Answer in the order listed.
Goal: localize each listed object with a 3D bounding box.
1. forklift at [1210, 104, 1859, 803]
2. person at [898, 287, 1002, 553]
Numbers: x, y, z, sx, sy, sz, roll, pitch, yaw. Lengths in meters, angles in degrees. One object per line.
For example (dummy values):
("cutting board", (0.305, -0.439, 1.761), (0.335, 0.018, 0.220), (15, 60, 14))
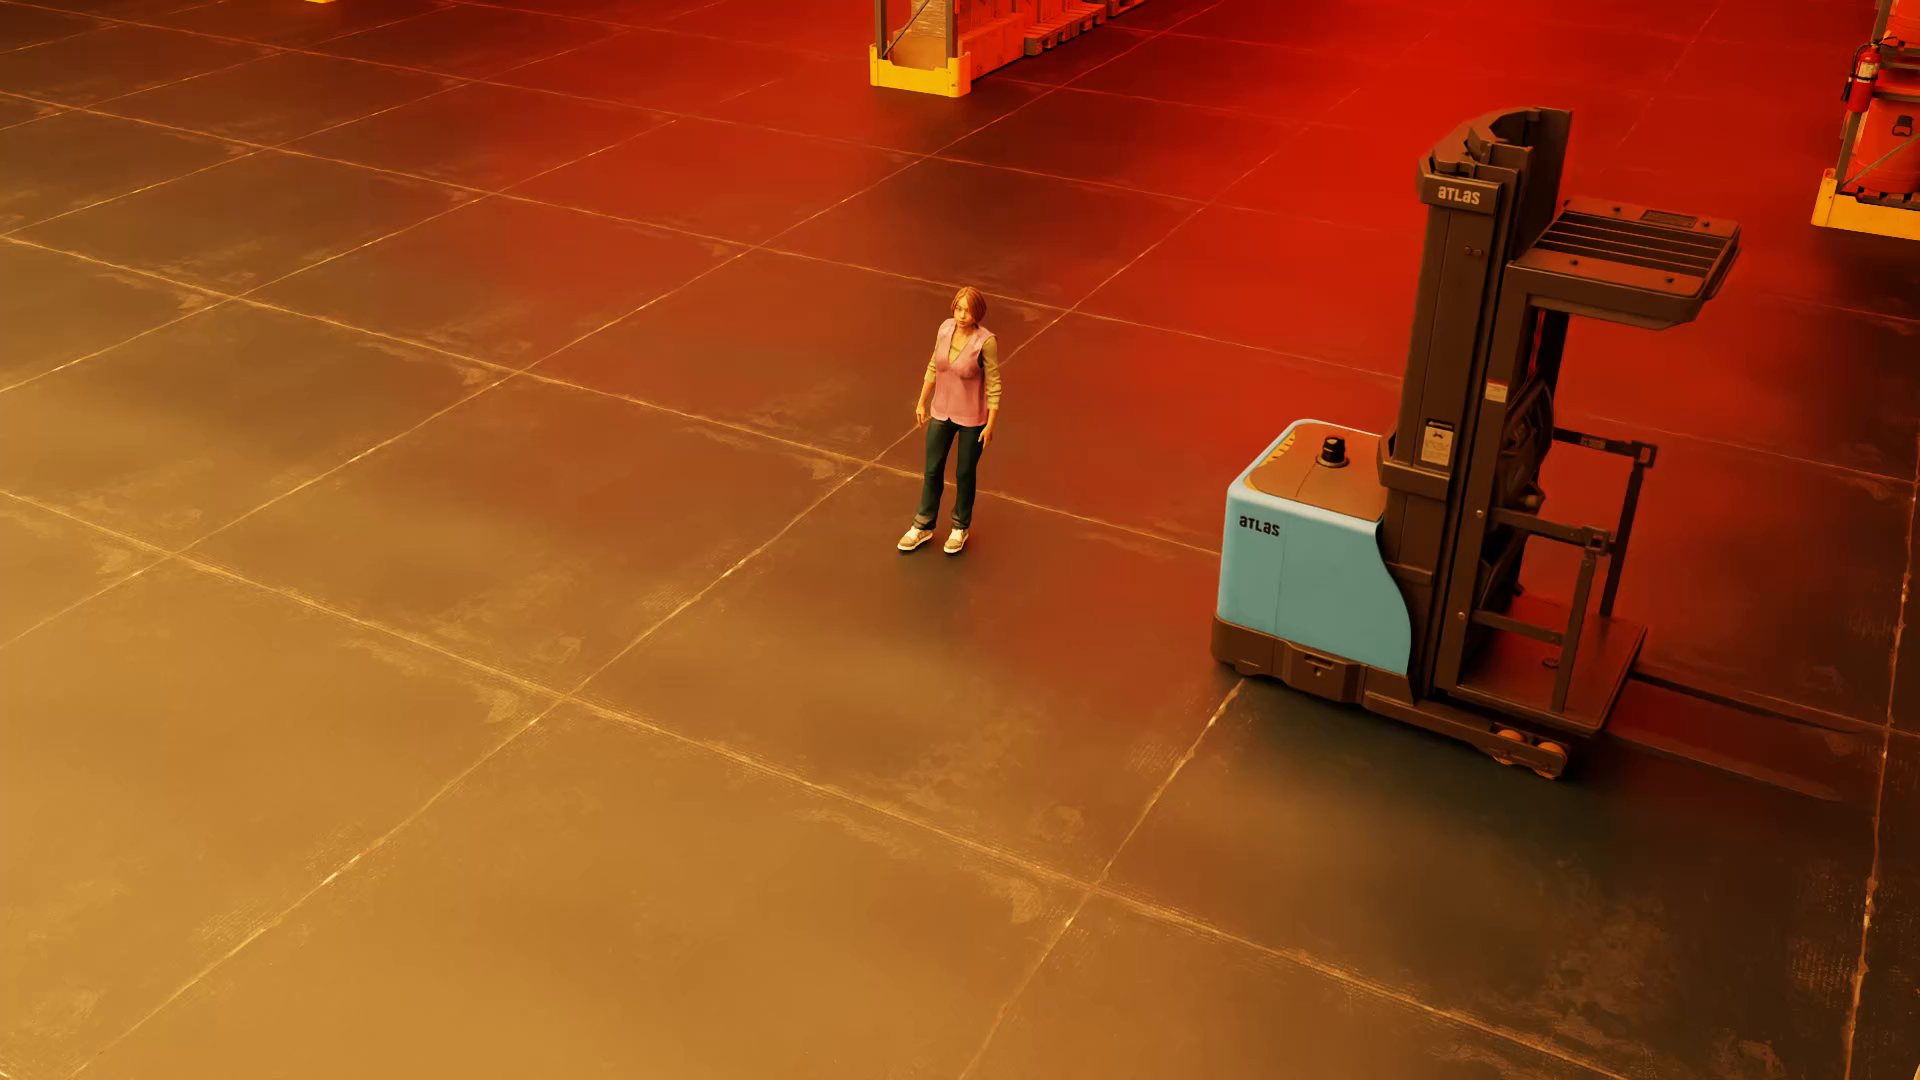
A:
("forklift", (2.856, -0.428, 7.812), (3.031, 2.935, 1.130), (17, 34, 27))
("person", (-0.048, -0.669, 9.550), (0.520, 1.596, 0.475), (15, 33, 25))
